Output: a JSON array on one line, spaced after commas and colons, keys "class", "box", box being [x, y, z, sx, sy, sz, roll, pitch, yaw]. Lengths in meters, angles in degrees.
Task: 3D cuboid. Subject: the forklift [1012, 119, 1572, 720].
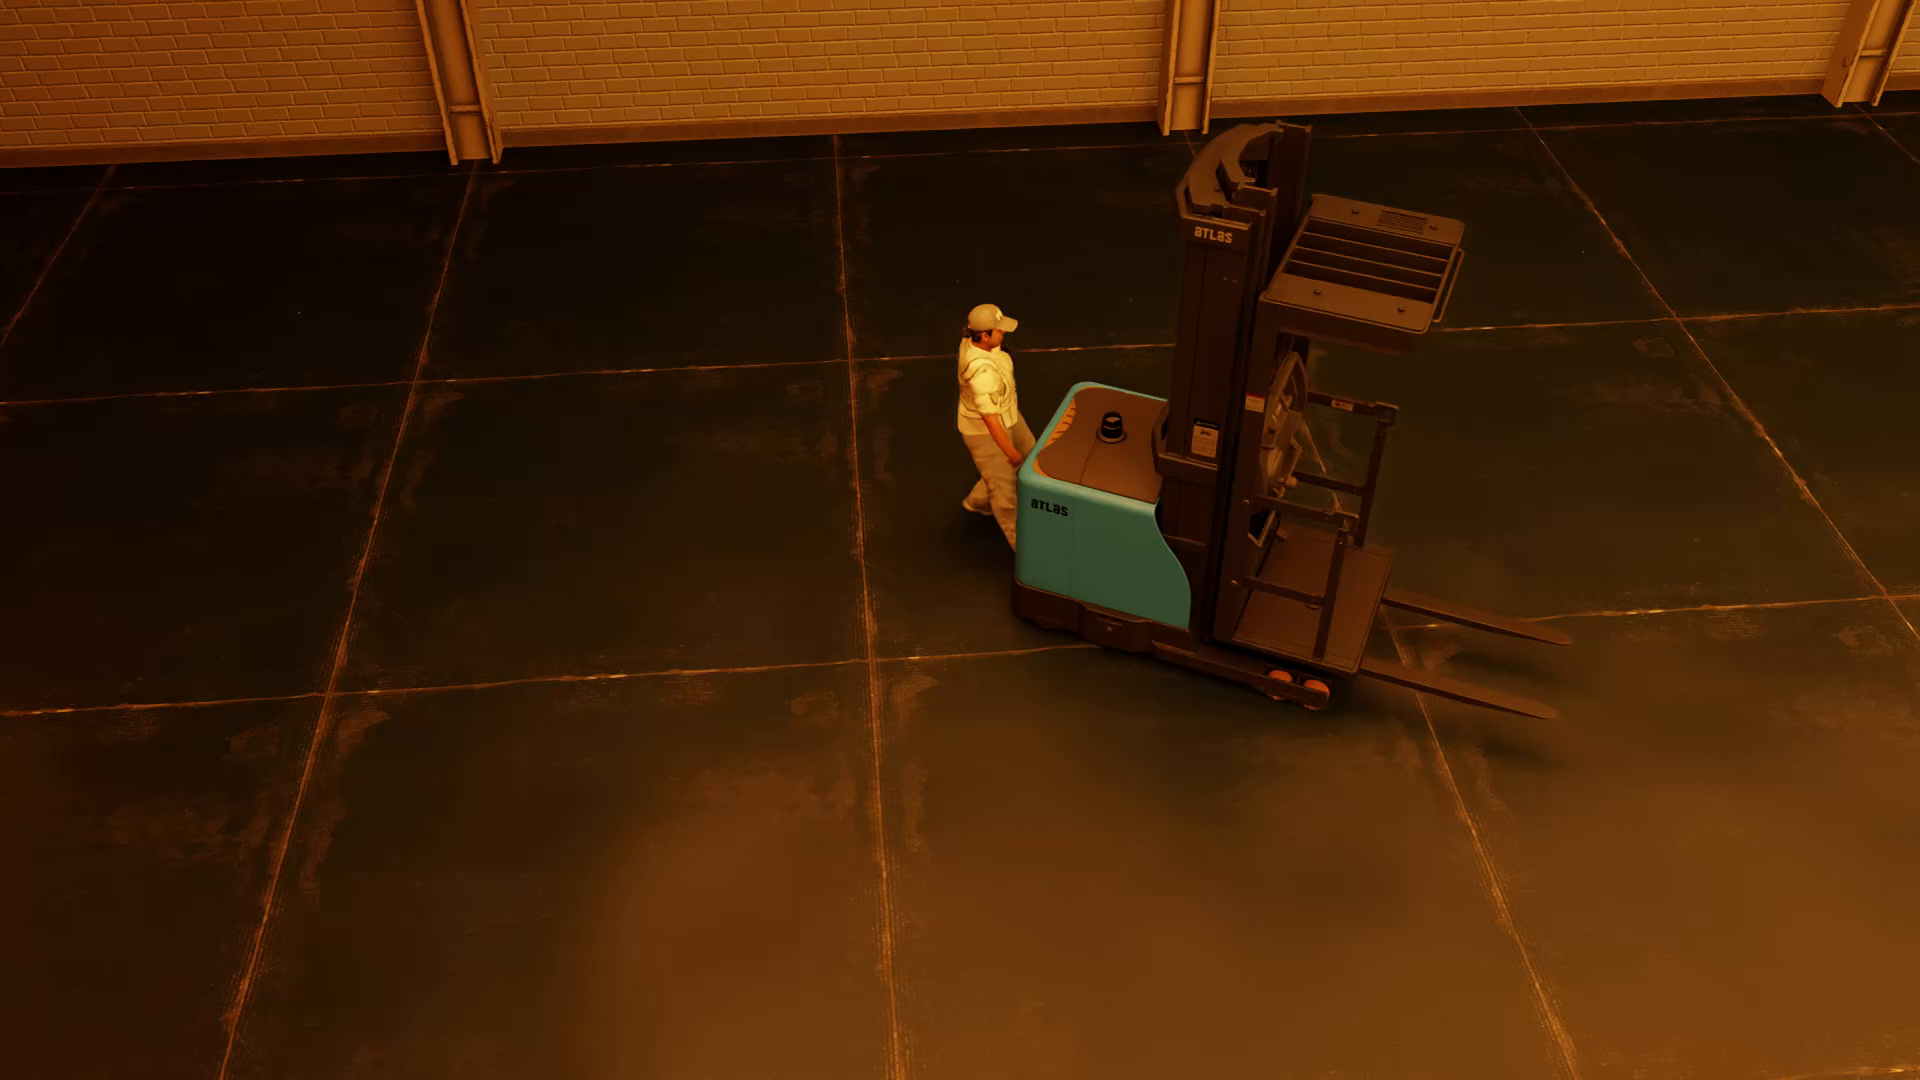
[{"class": "forklift", "box": [1.866, -0.579, 8.615, 3.031, 2.935, 1.130, 15, 43, 17]}]

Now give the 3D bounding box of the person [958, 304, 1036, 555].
[{"class": "person", "box": [0.319, -0.674, 9.752, 0.670, 1.593, 0.678, 3, 41, 4]}]
